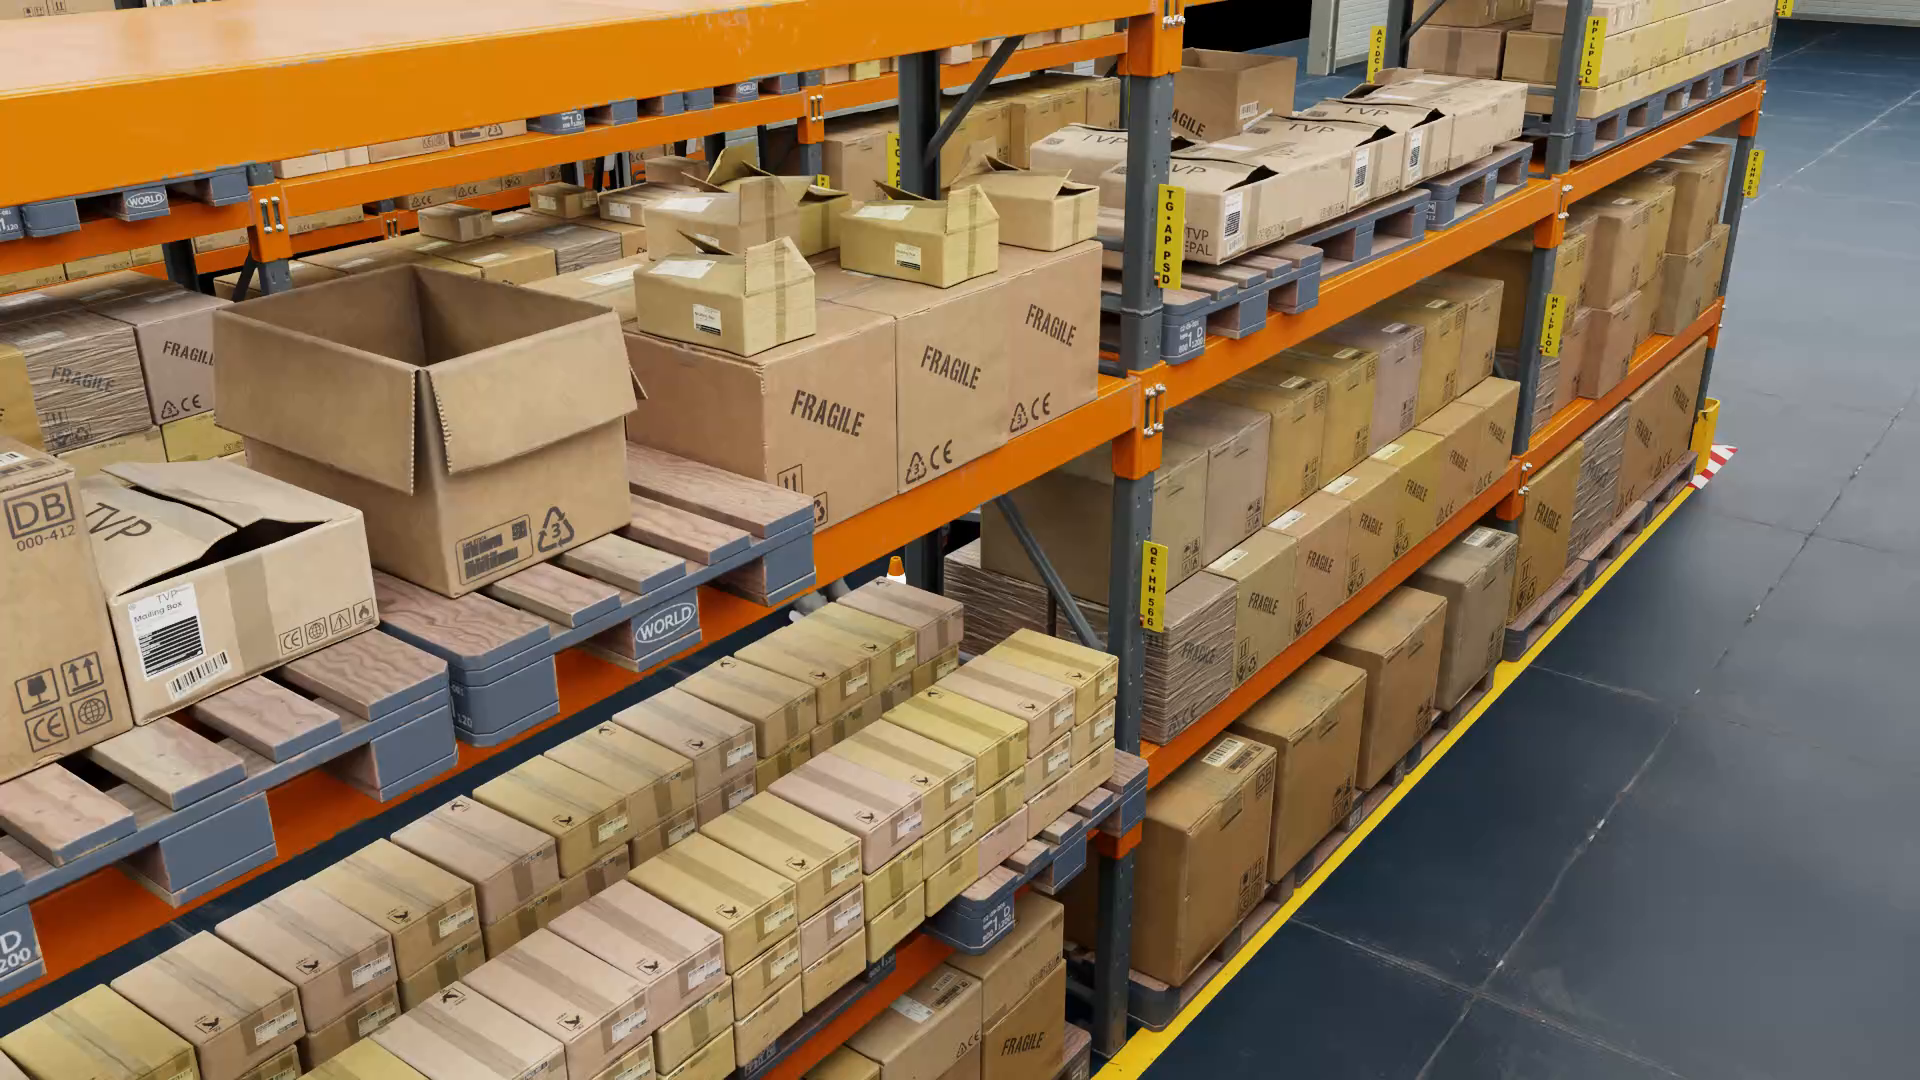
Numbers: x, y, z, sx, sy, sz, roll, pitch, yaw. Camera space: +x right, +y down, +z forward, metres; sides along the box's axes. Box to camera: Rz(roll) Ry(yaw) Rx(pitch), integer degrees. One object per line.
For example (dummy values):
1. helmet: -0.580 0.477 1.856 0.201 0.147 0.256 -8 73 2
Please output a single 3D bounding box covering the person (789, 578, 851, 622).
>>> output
1. person: -0.927 0.004 9.941 0.782 0.998 0.488 17 29 33
